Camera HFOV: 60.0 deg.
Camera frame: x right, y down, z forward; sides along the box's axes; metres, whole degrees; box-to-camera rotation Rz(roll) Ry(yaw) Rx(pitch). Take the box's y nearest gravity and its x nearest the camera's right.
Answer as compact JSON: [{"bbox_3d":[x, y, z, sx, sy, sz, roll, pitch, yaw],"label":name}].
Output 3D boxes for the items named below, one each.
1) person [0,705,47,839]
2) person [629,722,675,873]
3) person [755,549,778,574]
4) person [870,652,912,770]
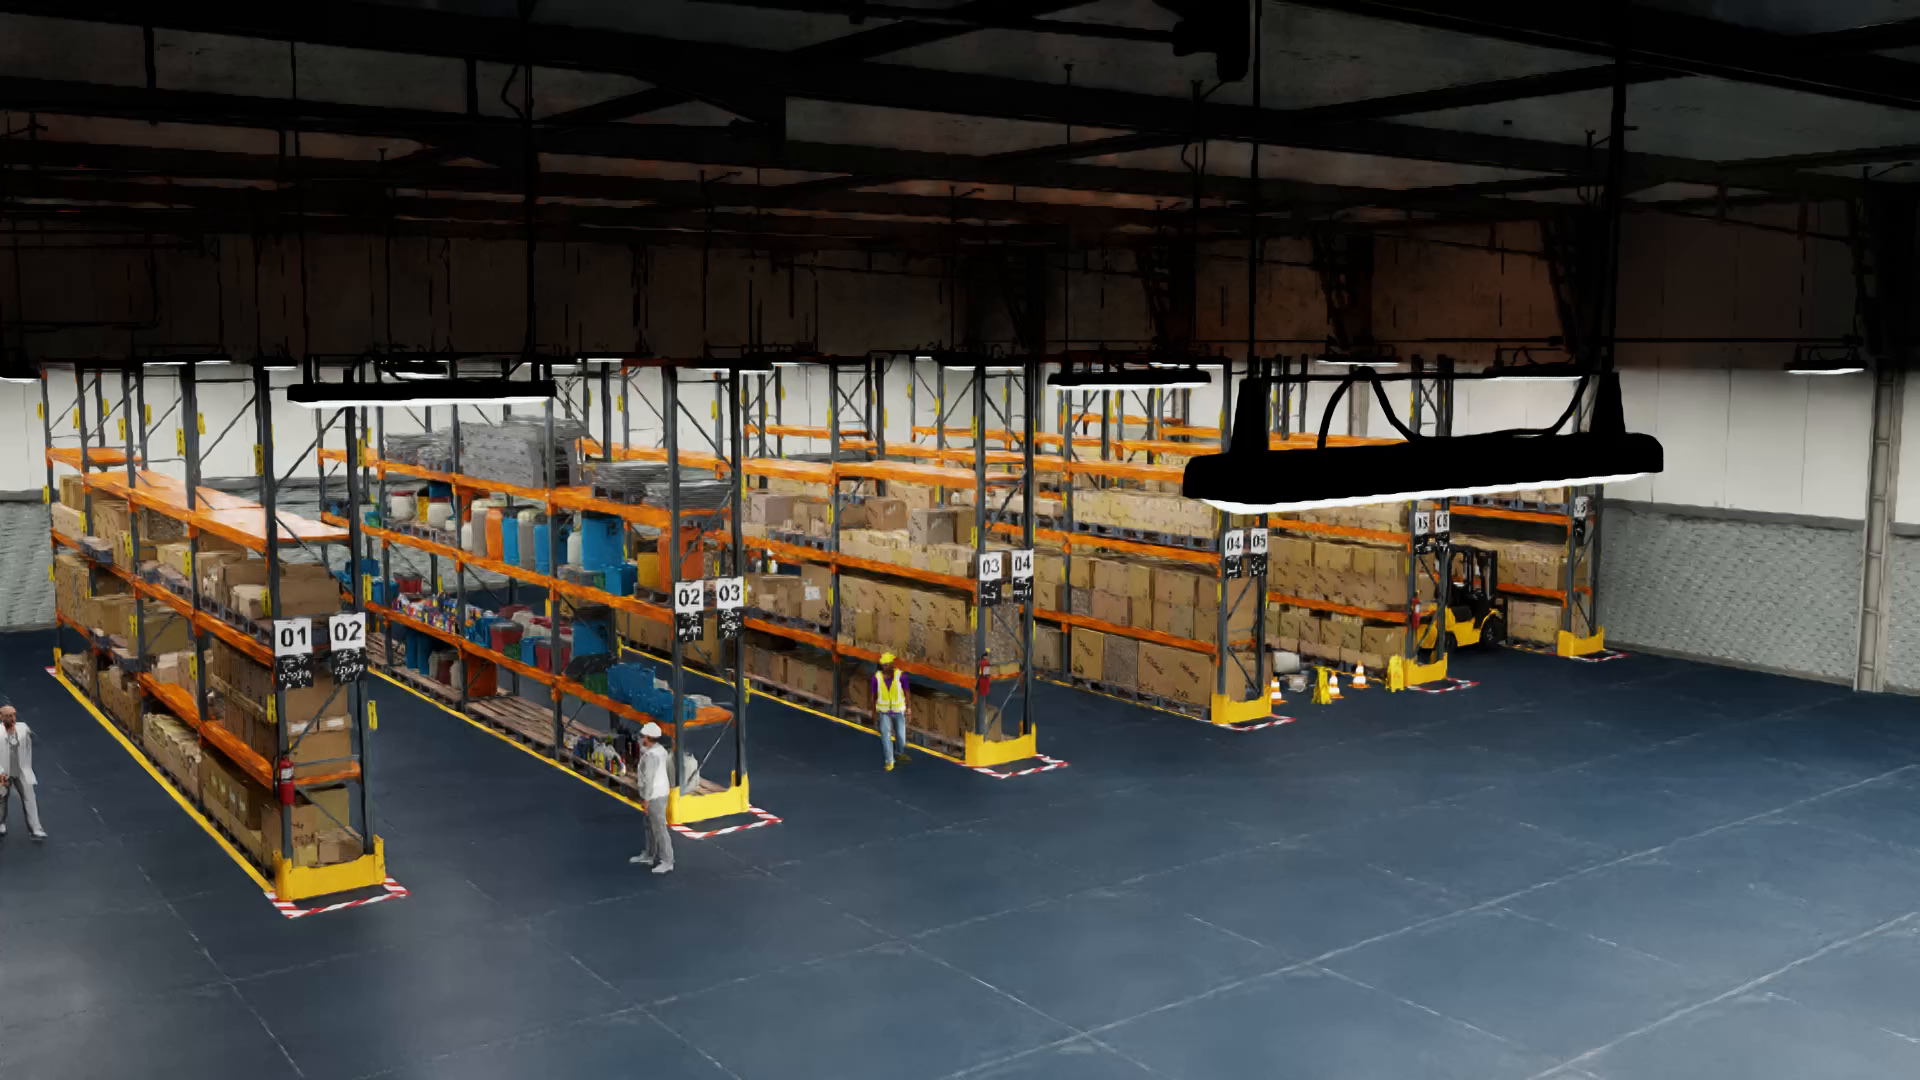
[{"bbox_3d":[-12.031,2.938,21.088,0.580,1.713,1.102,-7,10,-44],"label":"person"},{"bbox_3d":[-3.709,3.052,19.920,0.575,1.768,0.626,0,7,-4],"label":"person"},{"bbox_3d":[-4.273,1.035,36.971,0.561,1.707,1.127,-5,9,-38],"label":"person"},{"bbox_3d":[-1.019,2.513,24.643,0.611,1.753,0.567,0,7,-1],"label":"person"}]
